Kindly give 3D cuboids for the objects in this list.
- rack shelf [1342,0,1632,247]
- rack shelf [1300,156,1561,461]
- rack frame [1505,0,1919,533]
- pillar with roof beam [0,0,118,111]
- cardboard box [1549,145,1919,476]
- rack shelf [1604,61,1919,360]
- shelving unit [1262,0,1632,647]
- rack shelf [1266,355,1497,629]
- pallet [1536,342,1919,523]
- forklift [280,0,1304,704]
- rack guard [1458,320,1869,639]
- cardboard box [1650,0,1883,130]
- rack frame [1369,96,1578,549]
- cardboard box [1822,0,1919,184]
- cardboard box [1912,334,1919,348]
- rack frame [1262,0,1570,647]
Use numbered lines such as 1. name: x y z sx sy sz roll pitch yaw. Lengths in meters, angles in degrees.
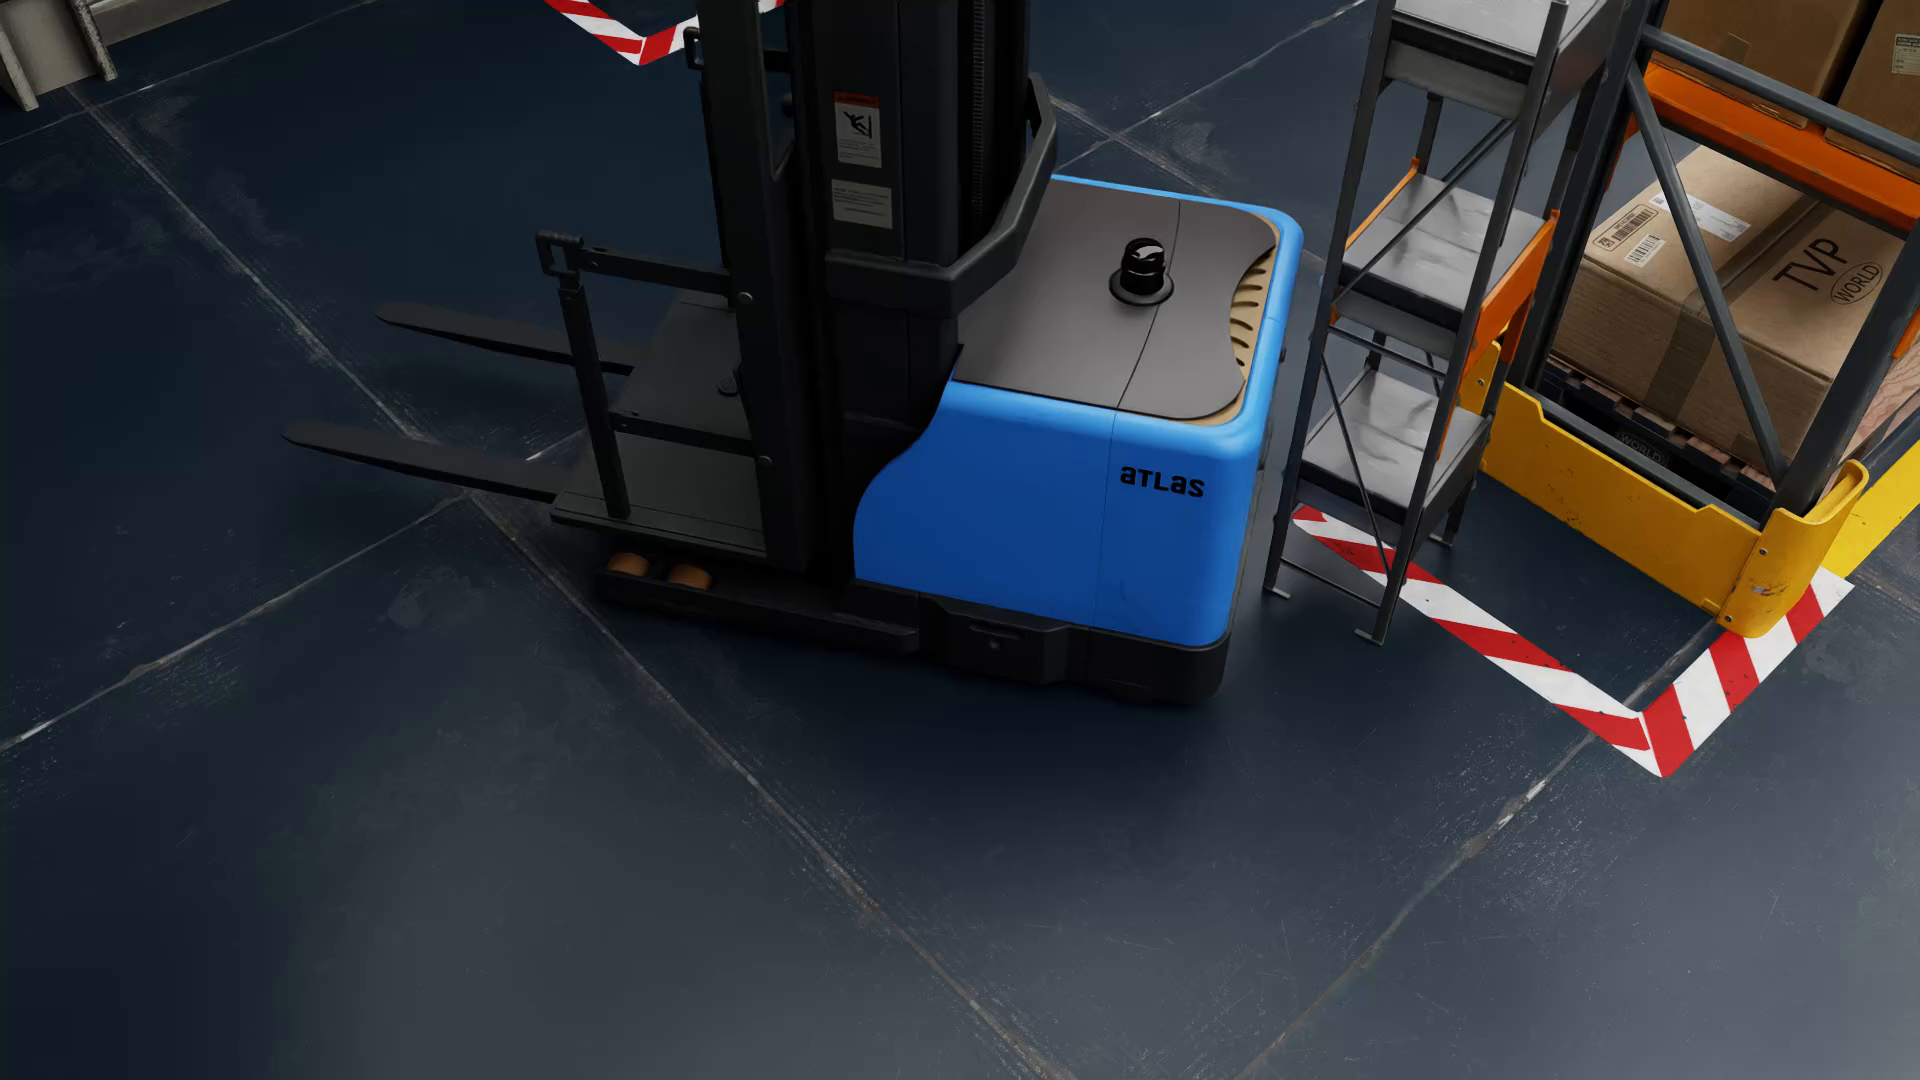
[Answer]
1. rack shelf: 1.231 -1.087 3.887 0.431 0.518 0.480 28 54 23
2. rack shelf: 1.234 -0.615 4.405 0.431 0.518 0.480 28 54 23
3. rack frame: 2.118 -1.117 4.240 0.127 3.000 1.000 -34 56 -27
4. pillar with roof beam: -0.930 -2.665 1.586 0.400 9.000 9.100 -34 56 -27
5. cardboard box: 2.539 -0.771 5.378 0.875 0.438 0.875 -36 57 -28
6. rack shelf: 3.597 -1.862 5.417 4.000 0.370 1.077 -34 56 -27
7. shelving unit: 1.234 -0.624 4.395 0.431 2.100 0.503 28 54 23
8. rack shelf: 1.238 -0.144 4.922 0.431 0.518 0.480 28 54 23
9. pallet: 2.656 -0.609 5.669 1.213 0.211 1.003 -34 56 -27
10. forklift: -0.603 -1.124 4.292 3.031 2.935 1.130 11 48 10
11. rack guard: 2.100 -0.258 5.147 0.348 0.500 1.175 -34 56 -27
12. cardboard box: 2.296 -1.533 4.556 0.500 0.500 0.500 -33 56 -27
13. rack frame: 1.378 -0.771 4.527 0.400 2.100 0.015 28 54 23
14. cardboard box: 2.666 -1.232 4.278 0.500 0.500 0.500 -34 56 -27
15. cardboard box: 3.210 -1.228 5.800 0.875 0.438 0.875 -32 55 -26
16. rack frame: 1.091 -0.478 4.262 0.400 2.100 0.015 28 54 23
